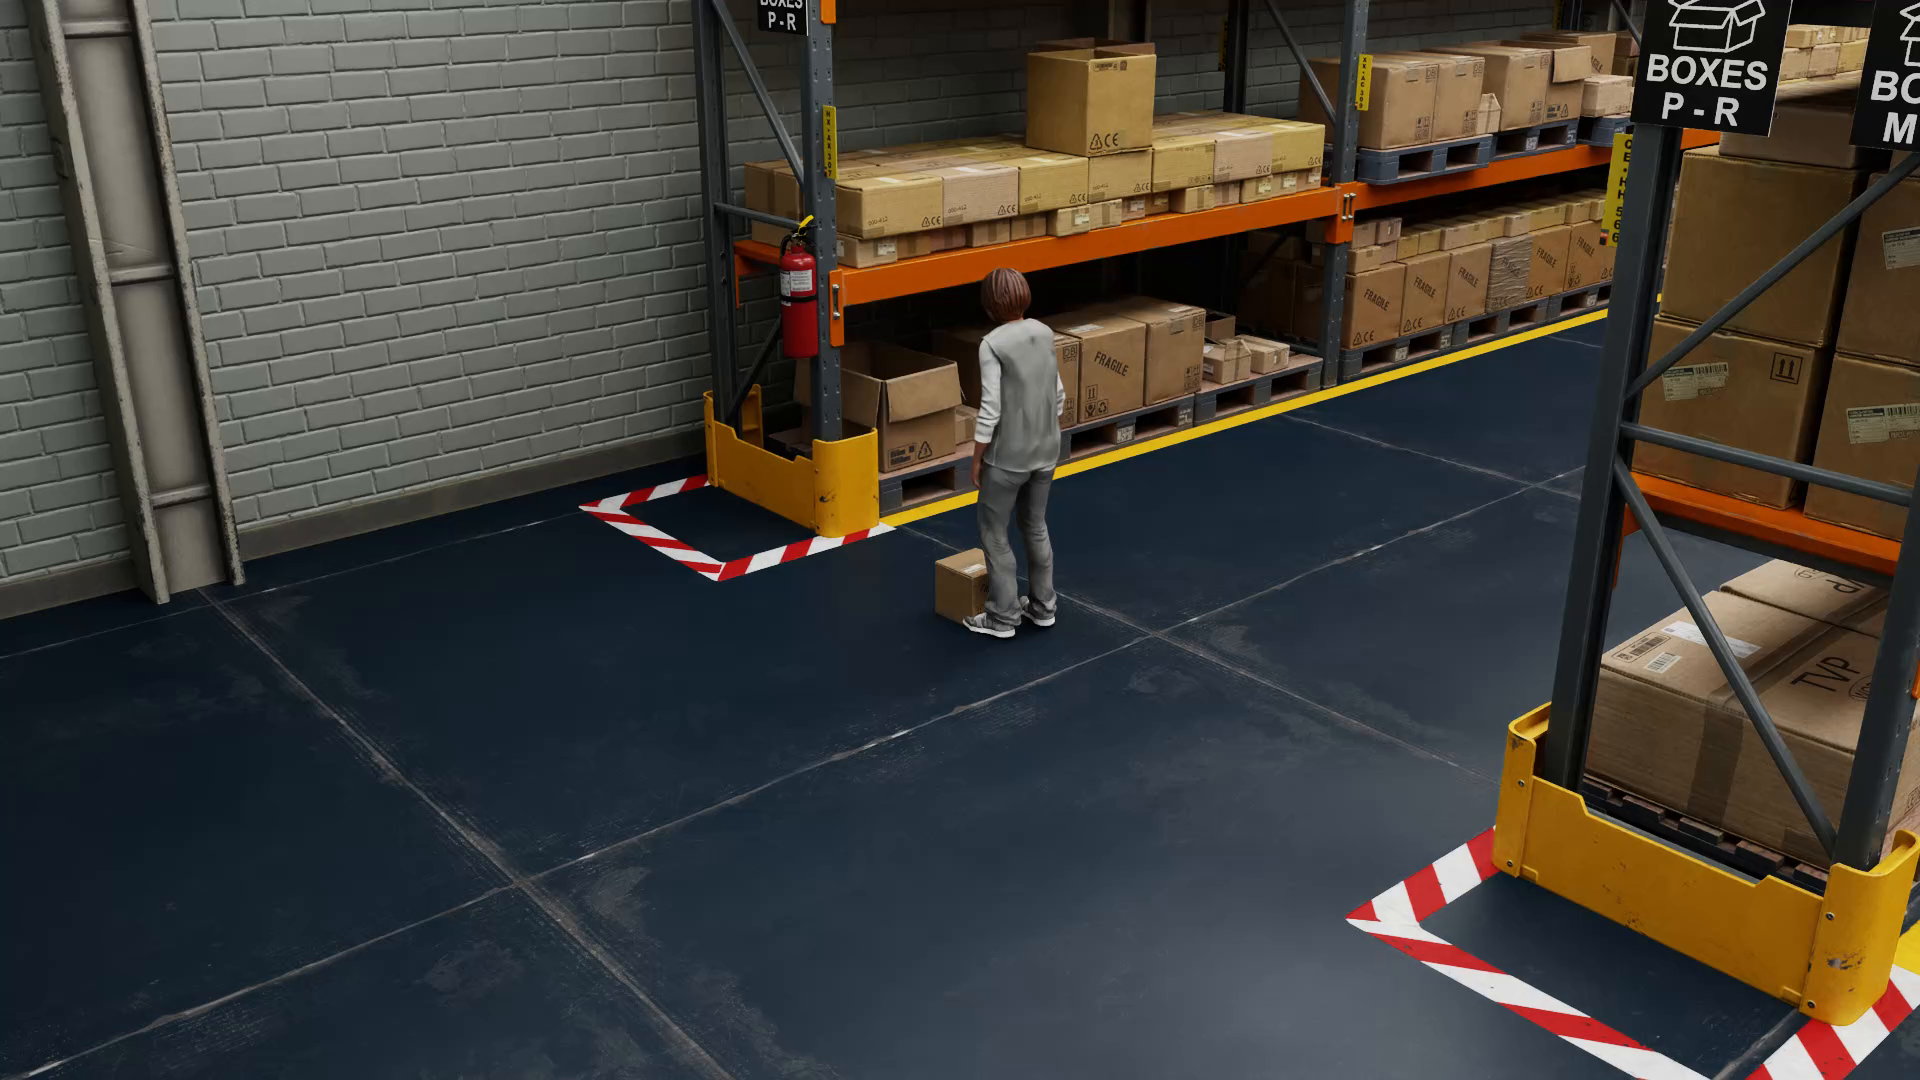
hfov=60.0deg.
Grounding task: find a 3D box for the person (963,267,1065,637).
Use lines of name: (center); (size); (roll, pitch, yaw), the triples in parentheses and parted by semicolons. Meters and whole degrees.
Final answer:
person: (0.227, -0.349, 6.996); (0.459, 1.591, 0.369); (-17, 27, -37)
